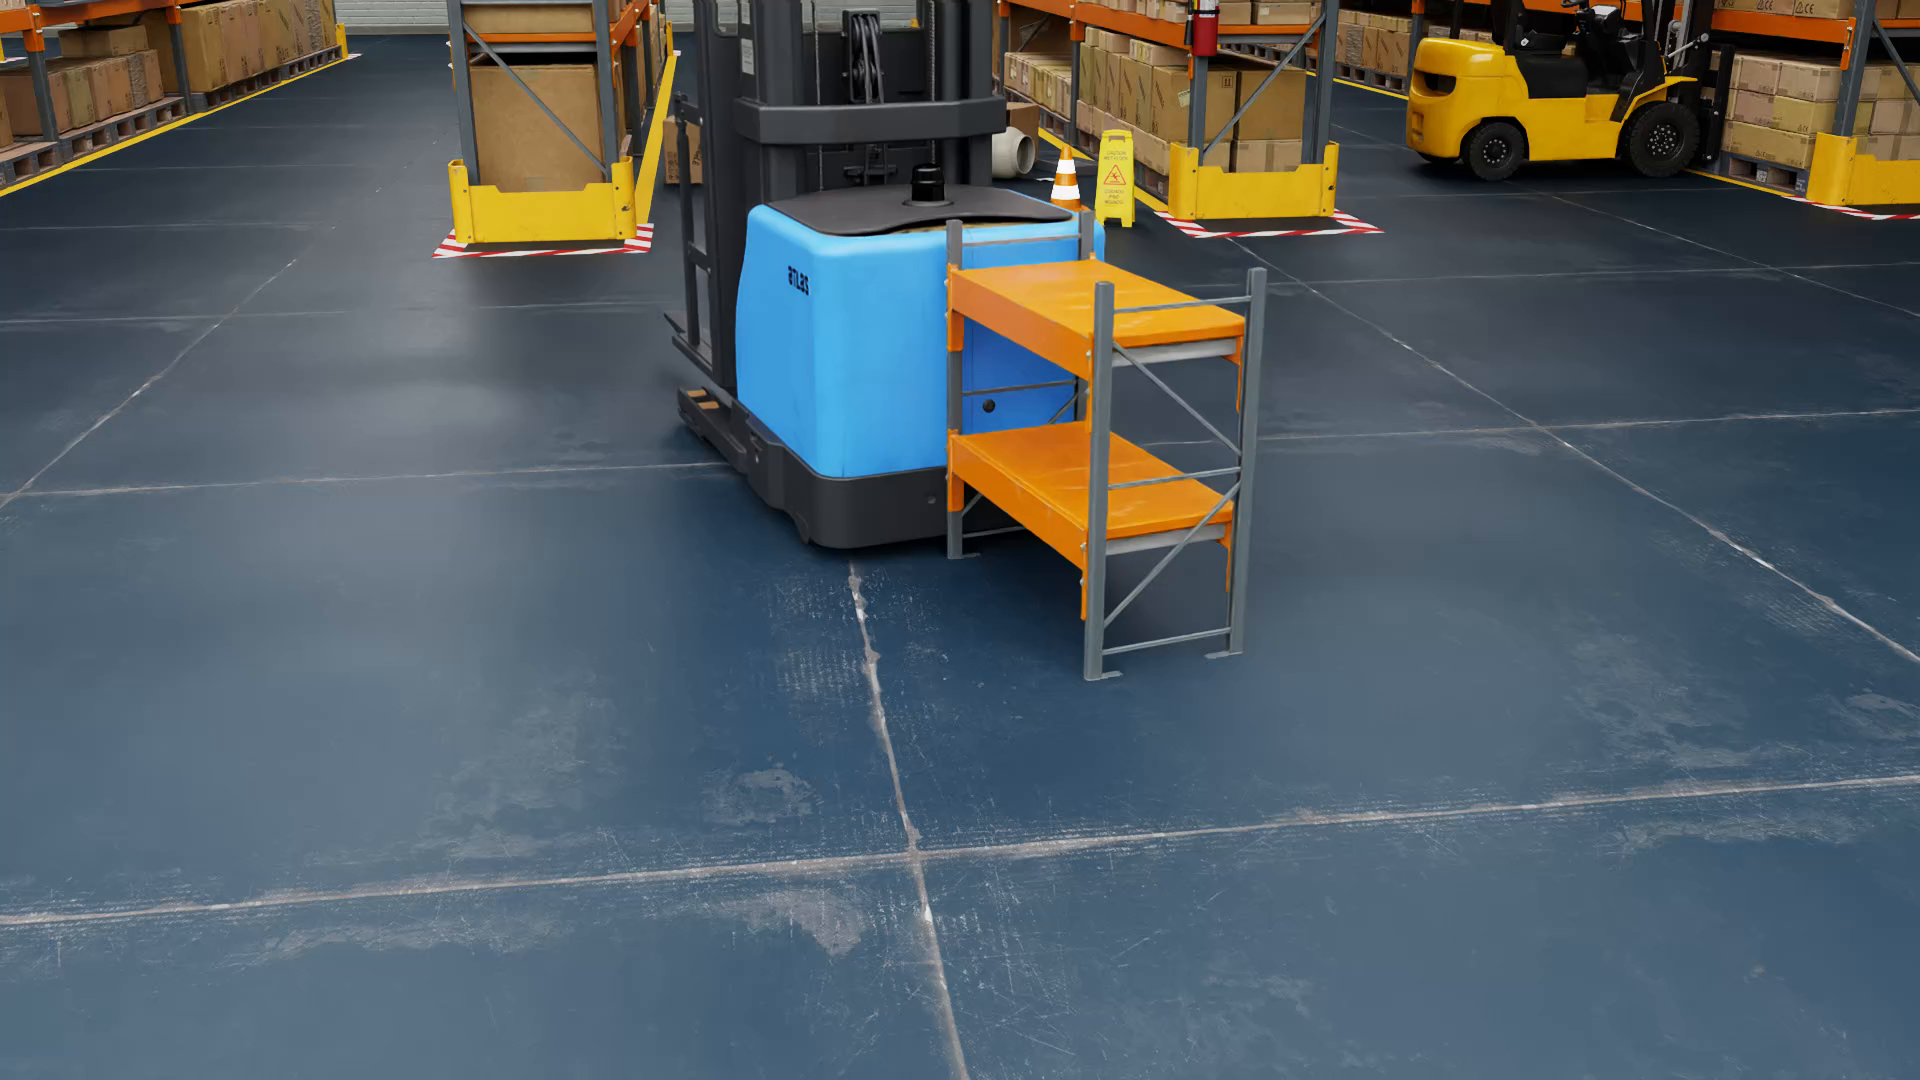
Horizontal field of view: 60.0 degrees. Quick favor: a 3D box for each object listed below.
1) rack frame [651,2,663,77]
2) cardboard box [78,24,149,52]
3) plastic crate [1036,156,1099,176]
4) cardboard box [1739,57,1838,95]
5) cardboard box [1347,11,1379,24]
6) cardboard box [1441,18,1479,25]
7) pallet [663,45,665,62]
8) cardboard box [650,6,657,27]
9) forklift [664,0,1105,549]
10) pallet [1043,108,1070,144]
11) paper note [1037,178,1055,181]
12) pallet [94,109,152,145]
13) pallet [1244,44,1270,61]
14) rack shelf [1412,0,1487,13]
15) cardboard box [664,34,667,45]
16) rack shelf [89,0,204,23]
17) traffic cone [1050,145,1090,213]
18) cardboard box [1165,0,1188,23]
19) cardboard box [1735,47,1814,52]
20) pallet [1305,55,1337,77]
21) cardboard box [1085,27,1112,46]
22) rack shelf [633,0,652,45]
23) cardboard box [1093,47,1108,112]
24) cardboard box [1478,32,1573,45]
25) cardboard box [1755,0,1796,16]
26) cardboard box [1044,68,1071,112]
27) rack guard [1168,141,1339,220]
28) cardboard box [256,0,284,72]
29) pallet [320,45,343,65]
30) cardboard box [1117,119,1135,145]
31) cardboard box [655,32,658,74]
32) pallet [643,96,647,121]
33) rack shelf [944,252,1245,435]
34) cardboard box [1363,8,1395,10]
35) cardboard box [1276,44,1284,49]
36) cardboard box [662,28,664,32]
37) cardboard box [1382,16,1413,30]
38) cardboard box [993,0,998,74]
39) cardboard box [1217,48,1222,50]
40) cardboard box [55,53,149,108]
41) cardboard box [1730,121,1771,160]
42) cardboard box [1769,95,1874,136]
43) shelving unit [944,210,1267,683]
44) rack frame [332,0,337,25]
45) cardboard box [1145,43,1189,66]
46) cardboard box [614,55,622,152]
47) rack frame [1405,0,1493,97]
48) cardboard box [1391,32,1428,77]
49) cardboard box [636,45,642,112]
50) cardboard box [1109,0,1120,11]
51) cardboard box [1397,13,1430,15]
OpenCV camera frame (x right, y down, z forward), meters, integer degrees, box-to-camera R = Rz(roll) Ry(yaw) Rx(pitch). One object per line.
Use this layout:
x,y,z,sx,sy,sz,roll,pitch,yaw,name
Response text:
-4.501,-7.607,21.796,1.000,3.000,0.127,-3,21,-8,rack frame
-8.721,-5.163,17.124,0.500,0.250,0.500,-2,21,-6,cardboard box
0.951,-3.169,14.087,0.402,0.080,0.583,-11,23,-26,plastic crate
6.569,-3.686,13.198,0.500,0.250,0.500,-3,21,-7,cardboard box
5.332,-6.886,21.912,0.380,0.149,0.250,-2,21,-6,cardboard box
6.104,-6.284,20.300,0.380,0.149,0.250,-2,21,-5,cardboard box
-4.985,-7.376,25.163,1.003,0.211,1.213,-3,21,-8,pallet
-4.083,-6.560,20.894,0.500,0.250,0.500,-2,21,-5,cardboard box
-0.536,-1.825,6.412,1.130,2.935,3.031,-8,22,-21,forklift
1.422,-4.085,16.351,1.003,0.211,1.213,-3,21,-8,pallet
0.714,-2.950,13.571,0.142,0.019,0.148,-11,23,-26,paper note
-8.564,-4.008,16.147,1.003,0.211,1.213,-3,21,-8,pallet
5.017,-7.498,25.490,1.003,0.211,1.213,-3,21,-8,pallet
5.582,-7.114,21.504,1.077,0.370,4.000,-3,21,-8,rack shelf
-4.658,-7.597,25.245,0.380,0.149,0.250,-2,21,-6,cardboard box
-9.136,-6.362,19.492,1.077,0.370,4.000,-3,21,-8,rack shelf
0.774,-2.632,12.102,0.336,0.463,0.334,-3,21,-8,traffic cone
1.700,-3.820,12.016,0.380,0.149,0.250,-3,21,-8,cardboard box
6.937,-4.066,14.215,0.500,0.250,0.500,-3,21,-9,cardboard box
5.448,-6.557,22.971,1.003,0.211,1.213,-3,21,-8,pallet
1.312,-4.421,14.597,0.380,0.149,0.250,-3,21,-7,cardboard box
-3.636,-5.192,16.360,1.077,0.370,4.000,-3,21,-8,rack shelf
1.442,-3.979,14.340,0.500,0.500,0.500,-2,21,-6,cardboard box
6.146,-5.167,18.057,0.875,0.625,0.625,-4,21,-10,cardboard box
6.627,-4.372,12.993,0.500,0.500,0.500,-2,21,-6,cardboard box
1.351,-4.518,16.680,0.950,0.372,0.625,-2,21,-4,cardboard box
2.101,-2.592,11.942,1.175,0.500,0.348,-3,21,-8,rack guard
-9.312,-6.373,20.927,1.225,0.875,0.875,-3,21,-8,cardboard box
-9.808,-7.197,24.685,1.003,0.211,1.213,-3,21,-8,pallet
1.582,-3.272,13.520,0.500,0.250,0.500,-4,21,-10,cardboard box
-4.002,-6.034,20.556,0.500,0.500,0.500,-3,21,-9,cardboard box
-3.886,-4.639,17.835,1.003,0.211,1.213,-3,21,-8,pallet
0.388,-0.604,4.889,0.538,0.278,1.000,-8,22,-21,rack shelf
5.719,-7.185,22.713,0.380,0.149,0.250,-3,21,-7,cardboard box
4.871,-7.361,24.444,0.396,0.266,0.258,-2,21,-6,cardboard box
-4.555,-7.466,24.467,0.380,0.149,0.250,-3,21,-7,cardboard box
5.484,-6.432,20.697,0.380,0.149,0.250,-4,21,-10,cardboard box
0.817,-6.260,20.627,0.875,0.875,0.875,-3,21,-7,cardboard box
1.962,-4.014,14.435,0.500,0.500,0.500,-3,21,-7,cardboard box
-8.638,-4.620,16.741,0.700,0.500,0.500,-5,21,-12,cardboard box
6.581,-3.216,13.370,0.500,0.250,0.500,-3,21,-8,cardboard box
6.644,-3.284,12.837,0.500,0.250,0.500,-3,21,-8,cardboard box
0.388,-0.330,4.992,0.538,1.125,1.048,-8,22,-21,shelving unit
-10.001,-8.777,24.928,1.000,3.000,0.127,-3,21,-8,rack frame
1.619,-3.688,12.635,0.380,0.149,0.250,-2,21,-6,cardboard box
-3.193,-3.505,13.251,0.875,0.875,0.875,-3,21,-7,cardboard box
5.870,-6.758,19.524,1.000,3.000,0.127,-3,21,-8,rack frame
5.597,-5.920,20.251,0.500,0.500,0.500,-2,21,-6,cardboard box
-3.662,-4.524,16.158,1.050,0.750,0.750,-3,21,-8,cardboard box
1.439,-4.435,13.663,0.380,0.149,0.250,-3,21,-7,cardboard box
5.864,-6.729,21.491,0.380,0.149,0.250,-3,21,-7,cardboard box
